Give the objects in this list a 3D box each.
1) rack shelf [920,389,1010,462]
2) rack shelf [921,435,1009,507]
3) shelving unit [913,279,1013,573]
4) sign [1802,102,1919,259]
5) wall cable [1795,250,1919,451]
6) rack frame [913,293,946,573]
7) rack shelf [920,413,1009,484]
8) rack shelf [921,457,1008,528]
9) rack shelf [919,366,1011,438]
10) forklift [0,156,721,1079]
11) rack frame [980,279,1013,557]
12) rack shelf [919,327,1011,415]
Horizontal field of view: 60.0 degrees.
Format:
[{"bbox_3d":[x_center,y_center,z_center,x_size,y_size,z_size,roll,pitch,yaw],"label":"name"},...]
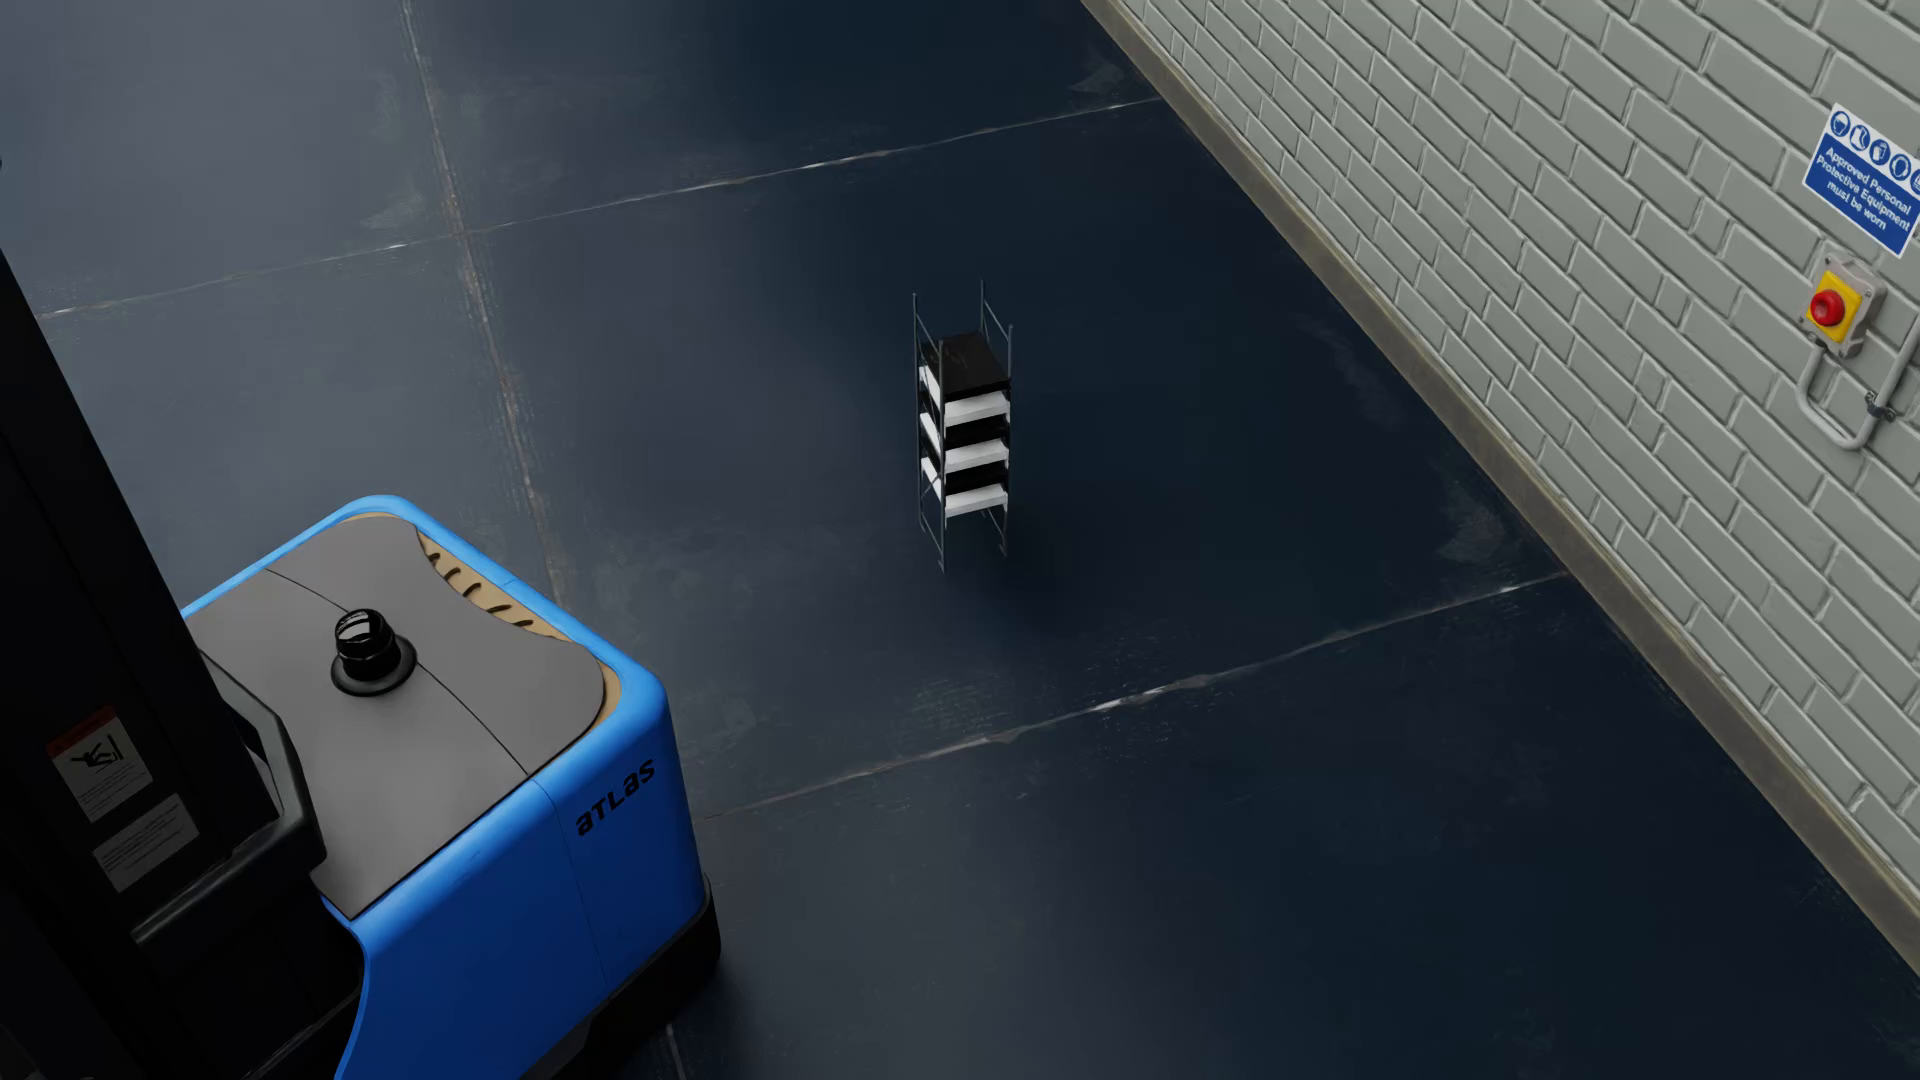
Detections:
[{"bbox_3d":[0.008,-0.360,4.893,0.200,0.077,0.258,-14,47,-14],"label":"rack shelf"},{"bbox_3d":[0.008,-0.233,5.021,0.200,0.077,0.258,-14,47,-14],"label":"rack shelf"},{"bbox_3d":[0.008,-0.320,4.933,0.210,0.900,0.258,-14,47,-14],"label":"shelving unit"},{"bbox_3d":[2.047,-0.812,3.751,0.001,0.218,0.327,-14,47,-14],"label":"sign"},{"bbox_3d":[2.006,-1.039,3.429,0.123,1.953,0.585,-14,47,-14],"label":"wall cable"},{"bbox_3d":[-0.088,-0.295,4.909,0.006,0.900,0.240,-14,47,-14],"label":"rack frame"},{"bbox_3d":[0.008,-0.296,4.957,0.200,0.077,0.258,-14,47,-14],"label":"rack shelf"},{"bbox_3d":[0.008,-0.169,5.084,0.200,0.077,0.258,-14,47,-14],"label":"rack shelf"},{"bbox_3d":[0.008,-0.423,4.829,0.200,0.077,0.258,-14,47,-14],"label":"rack shelf"},{"bbox_3d":[-1.919,0.614,2.569,1.130,2.935,3.031,30,52,27],"label":"forklift"},{"bbox_3d":[0.103,-0.344,4.958,0.006,0.900,0.240,-14,47,-14],"label":"rack frame"},{"bbox_3d":[0.008,-0.487,4.766,0.200,0.077,0.258,-14,47,-14],"label":"rack shelf"}]
